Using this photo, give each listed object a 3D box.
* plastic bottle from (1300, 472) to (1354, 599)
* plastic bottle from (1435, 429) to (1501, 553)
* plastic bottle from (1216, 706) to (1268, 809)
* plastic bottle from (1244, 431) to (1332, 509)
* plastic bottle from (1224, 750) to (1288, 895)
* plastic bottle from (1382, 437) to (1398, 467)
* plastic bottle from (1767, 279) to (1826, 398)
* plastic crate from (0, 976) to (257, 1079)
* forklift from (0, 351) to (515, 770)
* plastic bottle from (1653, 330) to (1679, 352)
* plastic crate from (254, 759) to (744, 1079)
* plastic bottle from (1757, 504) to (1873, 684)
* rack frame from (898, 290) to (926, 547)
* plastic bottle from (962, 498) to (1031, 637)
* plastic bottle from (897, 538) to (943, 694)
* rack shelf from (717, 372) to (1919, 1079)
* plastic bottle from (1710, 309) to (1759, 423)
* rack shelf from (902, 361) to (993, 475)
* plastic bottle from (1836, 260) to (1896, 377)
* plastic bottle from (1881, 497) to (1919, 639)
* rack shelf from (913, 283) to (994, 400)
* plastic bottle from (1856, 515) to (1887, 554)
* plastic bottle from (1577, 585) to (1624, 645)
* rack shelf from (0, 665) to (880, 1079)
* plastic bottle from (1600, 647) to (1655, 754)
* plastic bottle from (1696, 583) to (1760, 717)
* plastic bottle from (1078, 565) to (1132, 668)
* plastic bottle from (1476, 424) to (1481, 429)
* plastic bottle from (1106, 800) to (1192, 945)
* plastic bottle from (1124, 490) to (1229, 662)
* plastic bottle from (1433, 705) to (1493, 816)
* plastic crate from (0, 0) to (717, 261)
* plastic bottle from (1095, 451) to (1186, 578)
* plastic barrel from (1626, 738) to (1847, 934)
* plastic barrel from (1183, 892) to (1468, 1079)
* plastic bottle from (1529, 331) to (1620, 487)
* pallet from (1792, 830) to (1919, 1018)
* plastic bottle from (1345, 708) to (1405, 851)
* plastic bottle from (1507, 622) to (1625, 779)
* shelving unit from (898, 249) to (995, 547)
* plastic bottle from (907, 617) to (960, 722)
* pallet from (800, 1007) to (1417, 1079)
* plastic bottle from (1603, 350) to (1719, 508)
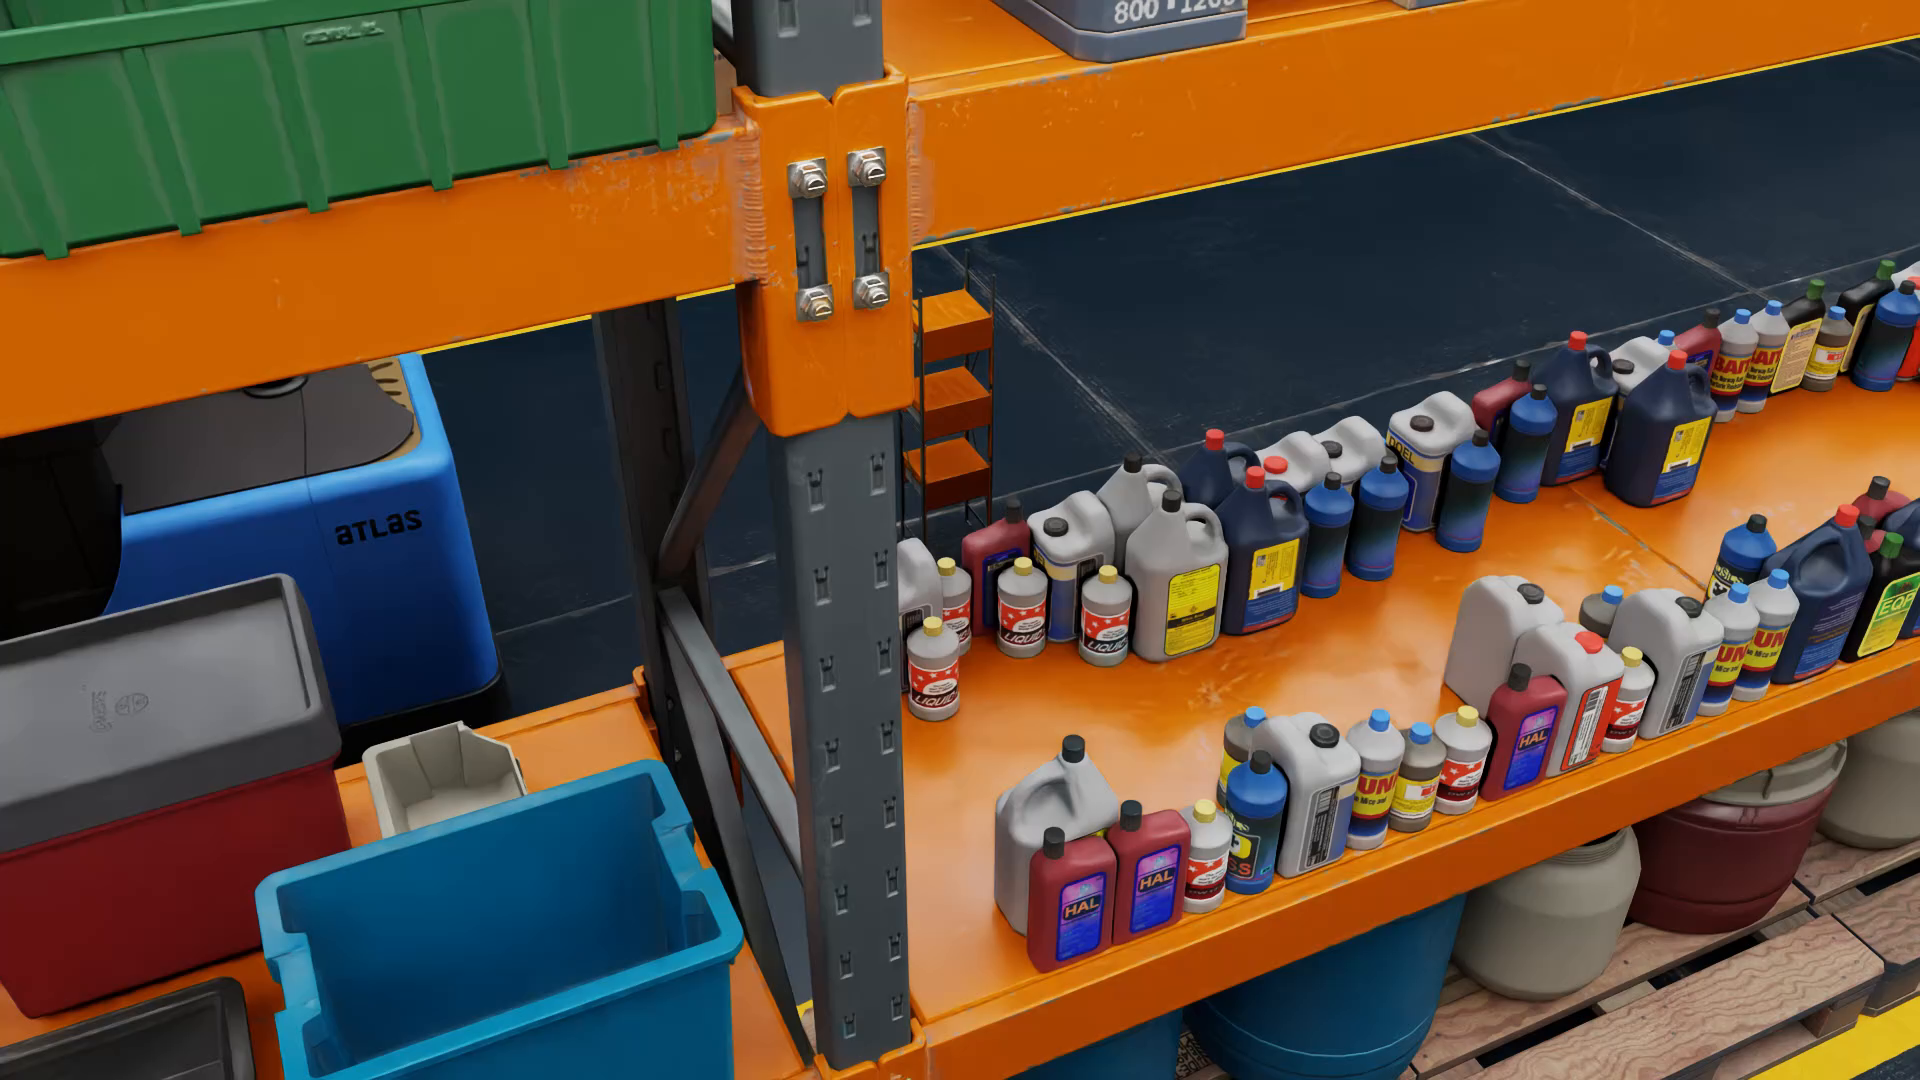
[{"bbox_3d":[0.738,-0.017,3.363,0.097,0.271,0.097,0,37,0],"label":"plastic bottle"},{"bbox_3d":[1.070,-0.110,3.488,0.097,0.271,0.097,0,37,0],"label":"plastic bottle"},{"bbox_3d":[0.504,0.376,2.892,0.097,0.201,0.097,0,37,0],"label":"plastic bottle"},{"bbox_3d":[0.668,-0.082,3.446,0.135,0.276,0.152,-16,39,-20],"label":"plastic bottle"},{"bbox_3d":[0.480,0.454,2.728,0.097,0.271,0.097,0,37,0],"label":"plastic bottle"},{"bbox_3d":[0.883,-0.130,3.574,0.097,0.201,0.097,0,37,0],"label":"plastic bottle"},{"bbox_3d":[1.985,-0.483,3.981,0.133,0.283,0.061,-16,39,-20],"label":"plastic bottle"},{"bbox_3d":[-1.238,0.877,2.230,0.590,0.125,0.437,-16,39,-20],"label":"plastic crate"},{"bbox_3d":[-2.866,-0.454,3.901,3.031,2.935,1.130,-14,39,-18],"label":"forklift"},{"bbox_3d":[1.591,-0.356,3.820,0.097,0.271,0.097,0,37,0],"label":"plastic bottle"},{"bbox_3d":[-0.616,0.647,2.323,0.575,0.384,0.392,-16,39,-20],"label":"plastic crate"},{"bbox_3d":[1.613,0.090,3.152,0.185,0.351,0.144,-16,39,-20],"label":"plastic bottle"},{"bbox_3d":[-0.159,-0.377,5.377,0.008,1.050,0.200,-16,39,-20],"label":"rack frame"},{"bbox_3d":[0.071,0.052,3.259,0.133,0.283,0.061,-16,39,-20],"label":"plastic bottle"},{"bbox_3d":[-0.119,0.138,3.150,0.135,0.276,0.152,-16,39,-20],"label":"plastic bottle"},{"bbox_3d":[1.472,0.145,3.640,4.000,0.370,1.077,-16,39,-20],"label":"rack shelf"},{"bbox_3d":[1.800,-0.414,3.899,0.097,0.271,0.097,0,37,0],"label":"plastic bottle"},{"bbox_3d":[-0.048,-0.400,5.425,0.240,0.259,0.215,-16,39,-20],"label":"rack shelf"},{"bbox_3d":[2.194,-0.541,4.060,0.133,0.283,0.061,-16,39,-20],"label":"plastic bottle"},{"bbox_3d":[1.901,0.010,3.261,0.185,0.351,0.144,-16,39,-20],"label":"plastic bottle"},{"bbox_3d":[-0.048,-0.628,5.256,0.240,0.259,0.215,-16,39,-20],"label":"rack shelf"},{"bbox_3d":[1.749,0.067,3.240,0.133,0.283,0.061,-16,39,-20],"label":"plastic bottle"},{"bbox_3d":[1.220,0.175,3.163,0.097,0.201,0.097,0,37,0],"label":"plastic bottle"},{"bbox_3d":[-2.149,1.158,2.275,4.000,0.370,1.077,-16,39,-20],"label":"rack shelf"},{"bbox_3d":[1.197,0.282,3.019,0.097,0.201,0.097,0,37,0],"label":"plastic bottle"},{"bbox_3d":[1.407,0.195,3.077,0.097,0.271,0.097,0,37,0],"label":"plastic bottle"},{"bbox_3d":[0.281,0.138,3.212,0.097,0.201,0.097,0,37,0],"label":"plastic bottle"},{"bbox_3d":[1.093,-0.189,3.653,0.097,0.201,0.097,0,37,0],"label":"plastic bottle"},{"bbox_3d":[0.295,0.513,2.638,0.133,0.283,0.061,-16,39,-20],"label":"plastic bottle"},{"bbox_3d":[0.416,0.051,3.205,0.185,0.351,0.144,-16,39,-20],"label":"plastic bottle"},{"bbox_3d":[0.866,0.374,2.894,0.097,0.201,0.097,0,37,0],"label":"plastic bottle"},{"bbox_3d":[-0.594,-0.487,1.548,0.662,0.188,0.450,-16,39,-20],"label":"plastic crate"},{"bbox_3d":[0.354,-0.027,3.309,0.185,0.351,0.144,-16,39,-20],"label":"plastic bottle"},{"bbox_3d":[1.824,0.569,4.137,0.708,0.588,0.600,-16,39,-20],"label":"plastic barrel"},{"bbox_3d":[0.802,0.729,3.658,0.708,0.901,0.600,-16,39,-20],"label":"plastic barrel"},{"bbox_3d":[1.351,-0.305,3.685,0.185,0.351,0.144,-16,39,-20],"label":"plastic bottle"},{"bbox_3d":[2.586,0.692,4.639,1.213,0.211,1.003,-16,39,-20],"label":"pallet"},{"bbox_3d":[0.690,0.395,2.807,0.097,0.271,0.097,0,37,0],"label":"plastic bottle"},{"bbox_3d":[1.080,0.266,2.977,0.135,0.276,0.152,-16,39,-20],"label":"plastic bottle"},{"bbox_3d":[-0.048,-0.408,5.419,0.252,1.050,0.215,-16,39,-20],"label":"shelving unit"},{"bbox_3d":[-0.049,0.231,3.087,0.097,0.201,0.097,0,37,0],"label":"plastic bottle"},{"bbox_3d":[0.377,1.310,3.807,1.213,0.211,1.003,-16,39,-20],"label":"pallet"},{"bbox_3d":[1.538,-0.257,3.621,0.185,0.351,0.144,-16,39,-20],"label":"plastic bottle"}]
